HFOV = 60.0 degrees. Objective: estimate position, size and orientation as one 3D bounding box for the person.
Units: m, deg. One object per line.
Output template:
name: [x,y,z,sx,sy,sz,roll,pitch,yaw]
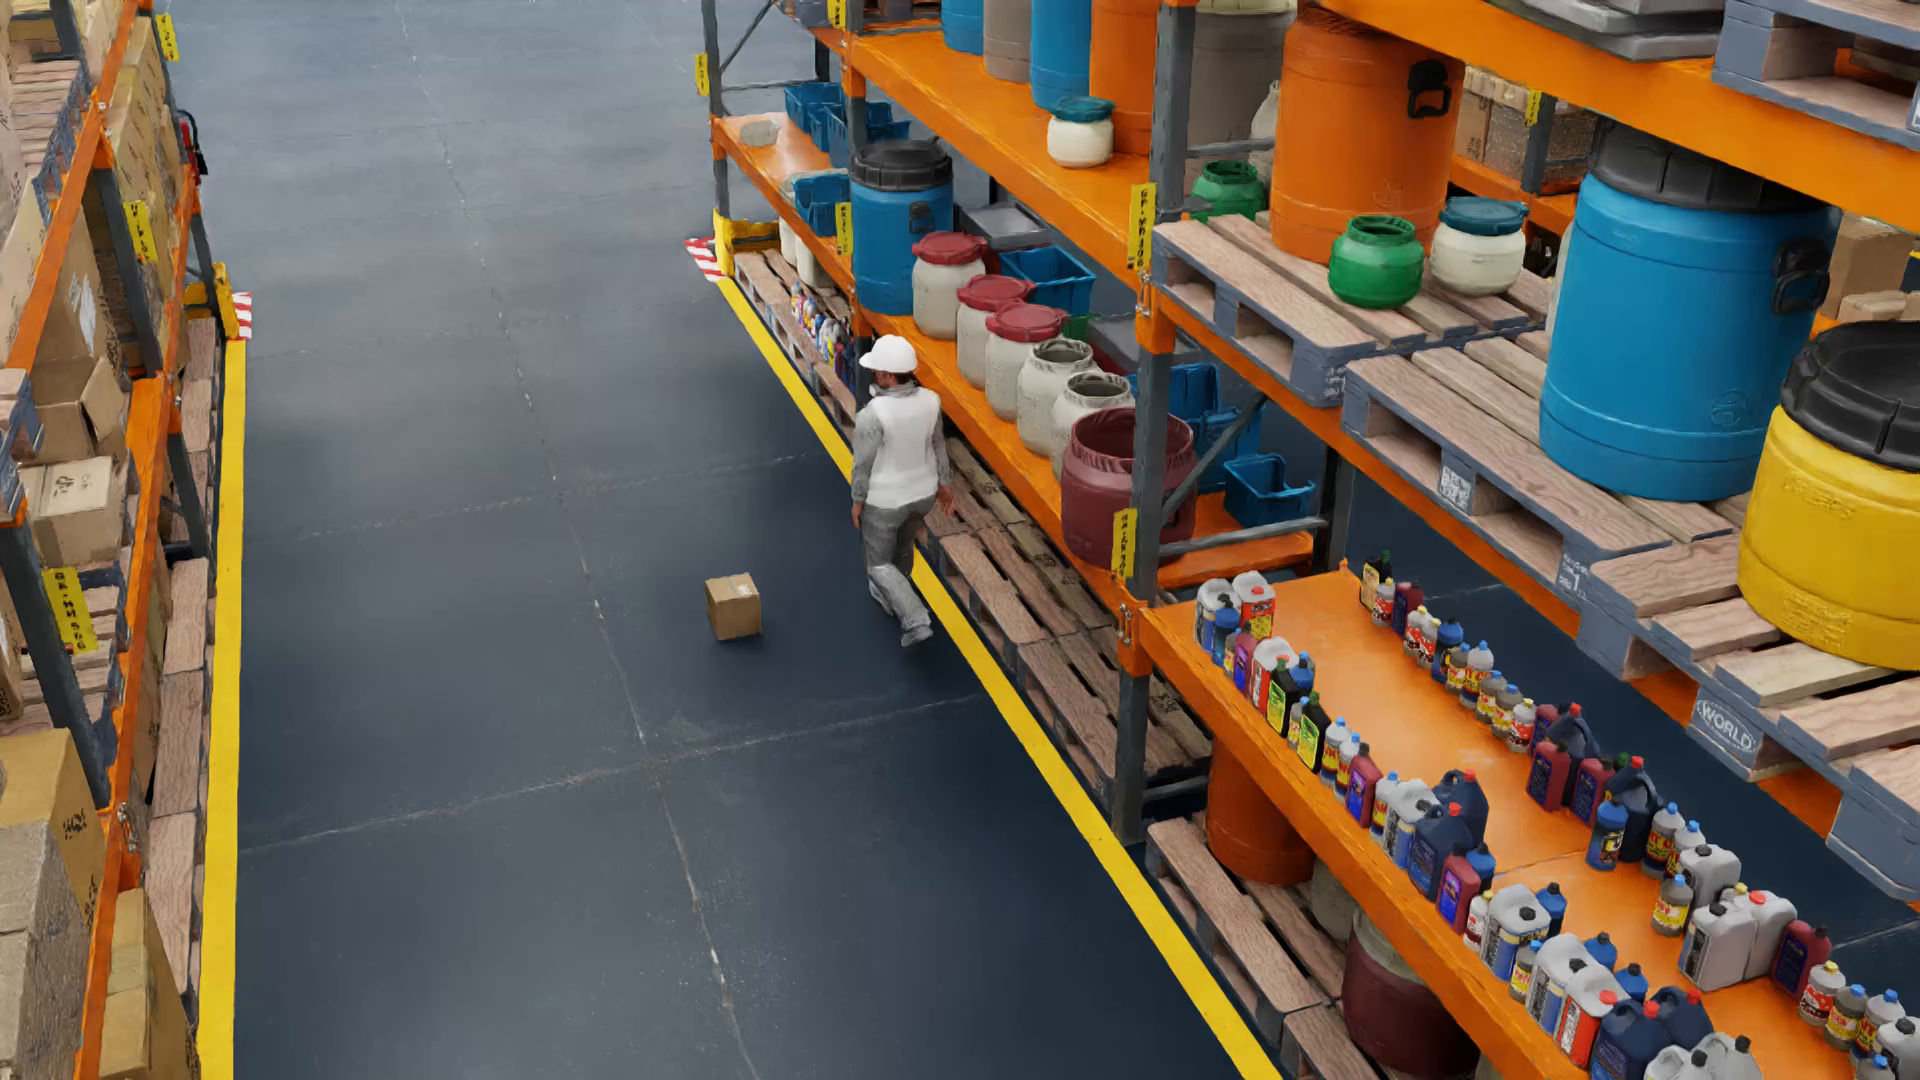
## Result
person: [-0.322,-0.261,8.784,0.583,1.759,0.878,-19,35,-30]
